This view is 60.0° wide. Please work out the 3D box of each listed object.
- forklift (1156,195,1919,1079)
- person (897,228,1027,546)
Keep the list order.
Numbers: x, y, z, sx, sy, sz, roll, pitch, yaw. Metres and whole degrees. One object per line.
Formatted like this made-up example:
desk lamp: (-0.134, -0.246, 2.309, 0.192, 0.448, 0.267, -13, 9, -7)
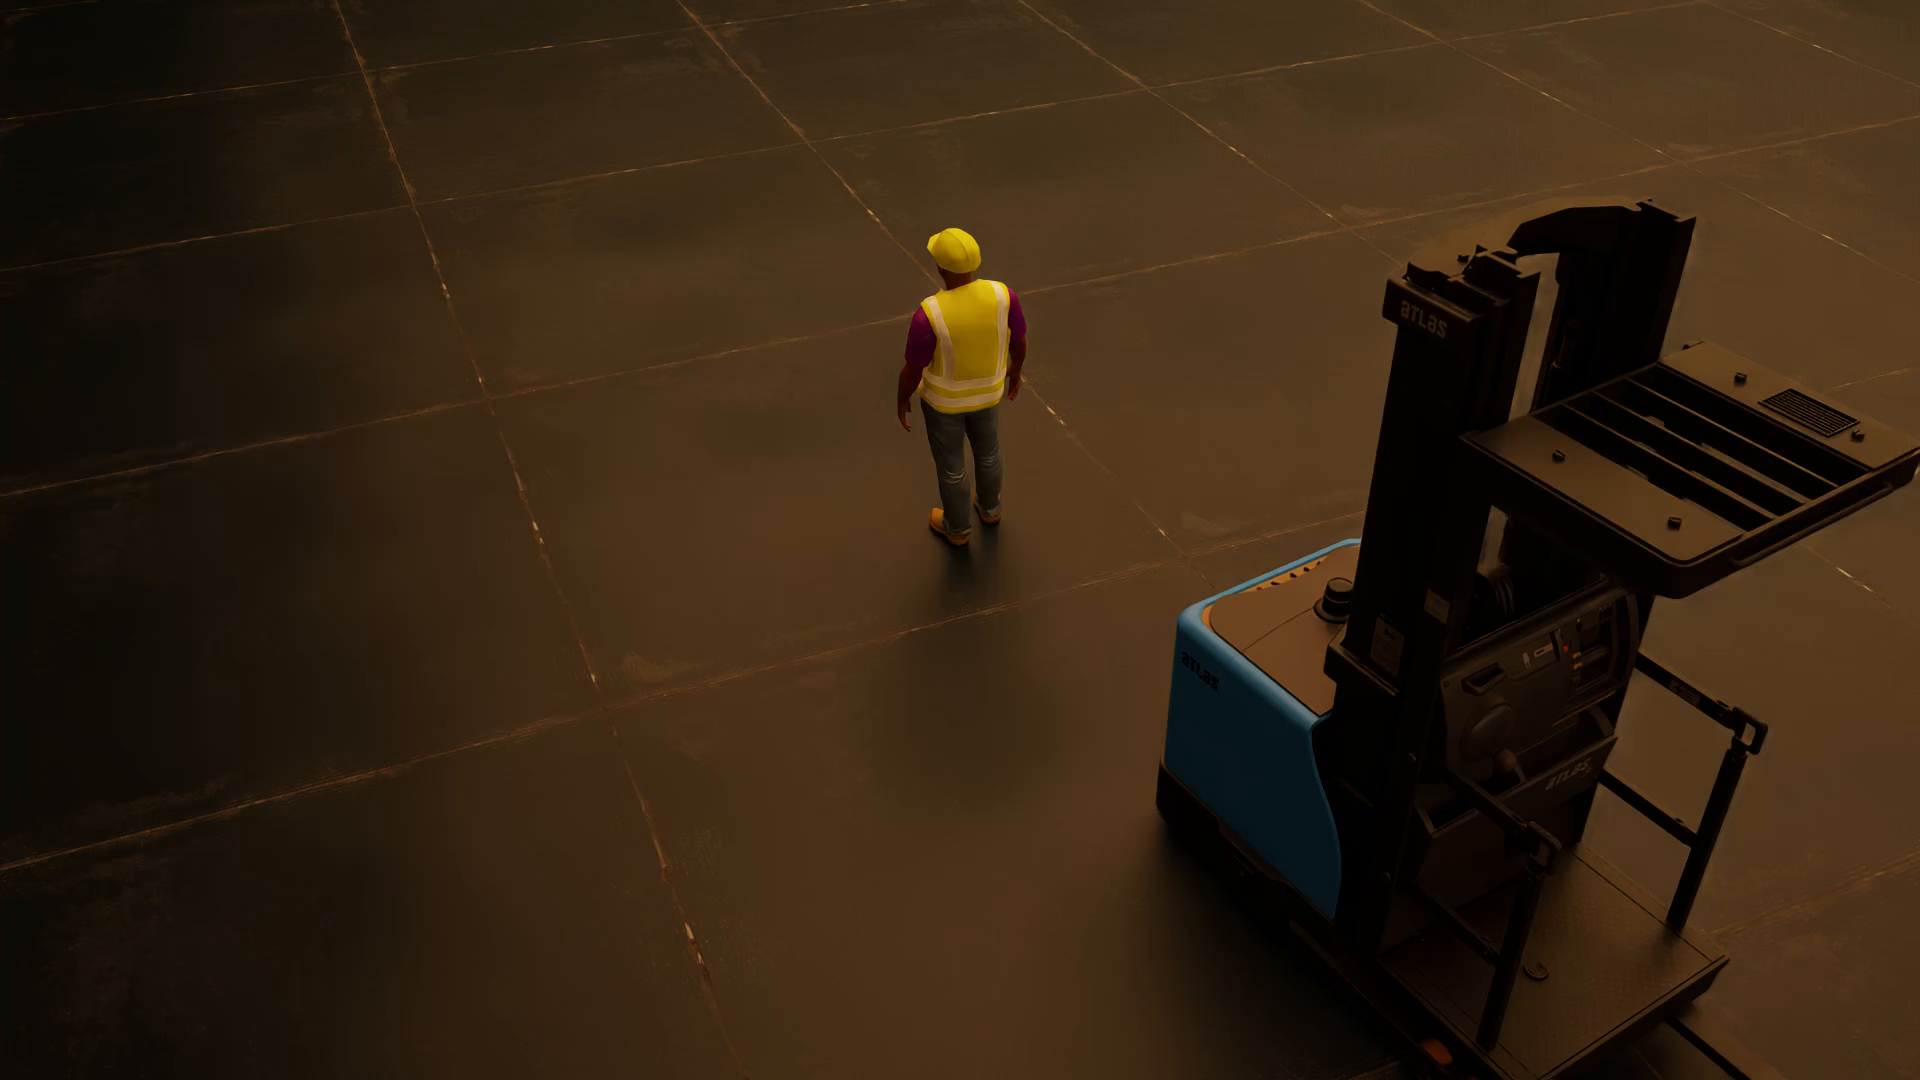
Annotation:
forklift: (2.042, 0.518, 5.370, 1.130, 2.935, 3.031, -21, 40, -26)
person: (-0.021, -0.764, 8.165, 0.665, 1.765, 0.577, -14, 38, -19)
